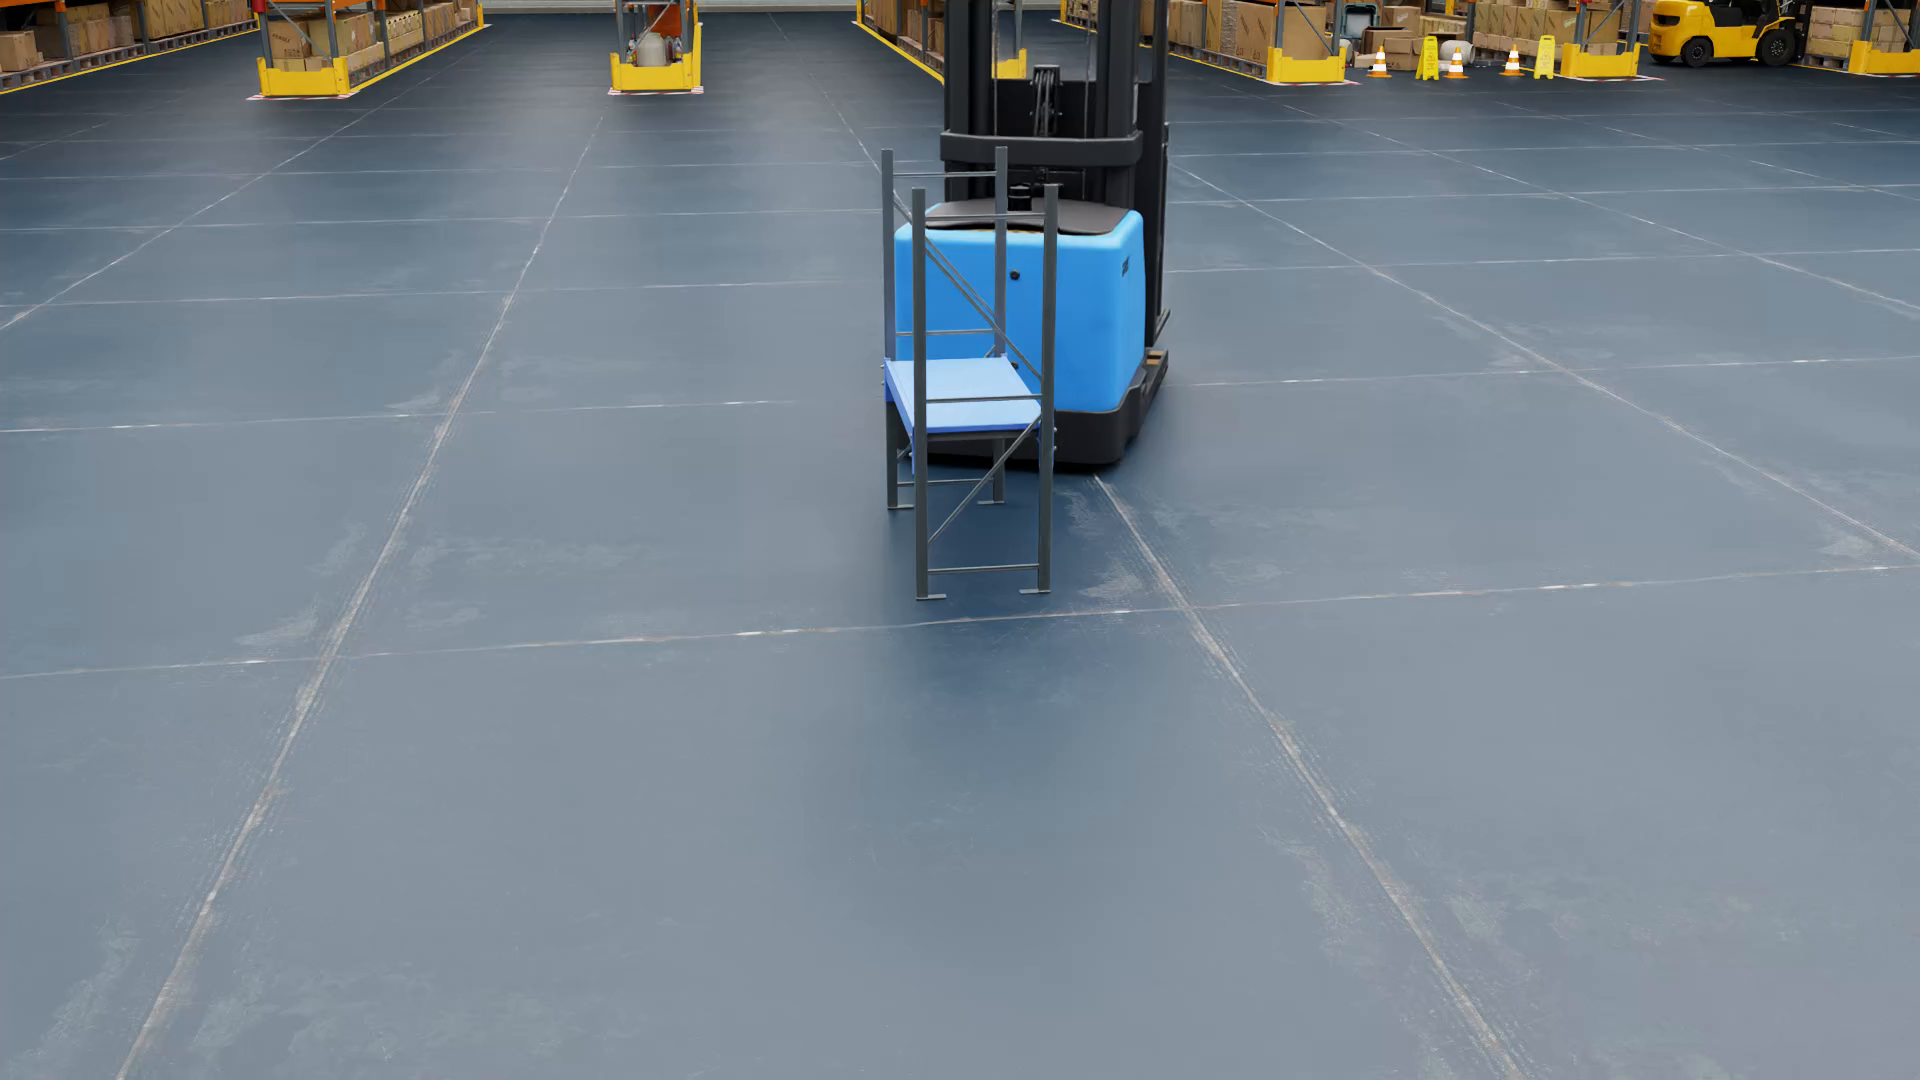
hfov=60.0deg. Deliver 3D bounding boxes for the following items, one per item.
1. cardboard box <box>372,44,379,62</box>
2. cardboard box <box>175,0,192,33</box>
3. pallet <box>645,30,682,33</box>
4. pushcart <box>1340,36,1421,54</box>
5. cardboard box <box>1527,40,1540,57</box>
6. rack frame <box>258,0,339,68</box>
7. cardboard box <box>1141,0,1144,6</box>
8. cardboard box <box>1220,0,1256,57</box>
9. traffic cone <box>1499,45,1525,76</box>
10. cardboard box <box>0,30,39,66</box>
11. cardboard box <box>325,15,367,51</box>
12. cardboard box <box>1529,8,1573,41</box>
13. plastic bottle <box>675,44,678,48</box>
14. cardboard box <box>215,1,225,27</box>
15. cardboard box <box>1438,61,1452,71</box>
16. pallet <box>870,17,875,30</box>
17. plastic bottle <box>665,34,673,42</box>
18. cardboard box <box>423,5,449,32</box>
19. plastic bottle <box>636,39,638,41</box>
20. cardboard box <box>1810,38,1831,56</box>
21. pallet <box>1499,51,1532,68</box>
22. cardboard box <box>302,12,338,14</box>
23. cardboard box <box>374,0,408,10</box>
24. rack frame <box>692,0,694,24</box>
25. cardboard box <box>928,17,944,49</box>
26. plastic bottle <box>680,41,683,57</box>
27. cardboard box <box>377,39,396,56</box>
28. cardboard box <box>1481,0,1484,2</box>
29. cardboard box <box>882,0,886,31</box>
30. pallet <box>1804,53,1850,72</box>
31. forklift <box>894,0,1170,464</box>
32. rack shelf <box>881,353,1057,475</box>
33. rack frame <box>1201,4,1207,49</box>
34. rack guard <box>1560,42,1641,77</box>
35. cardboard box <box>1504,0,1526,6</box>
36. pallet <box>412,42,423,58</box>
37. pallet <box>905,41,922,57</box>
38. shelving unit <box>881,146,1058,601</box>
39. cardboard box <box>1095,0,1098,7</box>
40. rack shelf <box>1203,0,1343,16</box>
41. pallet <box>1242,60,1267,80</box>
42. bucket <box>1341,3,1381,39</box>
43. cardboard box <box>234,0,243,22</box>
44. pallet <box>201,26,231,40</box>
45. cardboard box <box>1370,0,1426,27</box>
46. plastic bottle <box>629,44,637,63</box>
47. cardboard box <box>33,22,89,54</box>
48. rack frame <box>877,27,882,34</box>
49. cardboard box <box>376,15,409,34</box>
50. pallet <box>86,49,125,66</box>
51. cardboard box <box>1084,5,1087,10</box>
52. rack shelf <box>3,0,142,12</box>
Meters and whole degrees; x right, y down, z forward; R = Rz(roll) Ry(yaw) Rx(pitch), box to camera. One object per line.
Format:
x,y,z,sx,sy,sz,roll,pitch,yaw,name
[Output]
-9.614,-7.787,26.607,0.500,0.250,0.500,-3,21,-8,cardboard box
-15.660,-10.384,32.703,0.750,0.750,0.750,-2,21,-6,cardboard box
-5.961,-10.221,33.780,1.003,0.211,1.213,-3,21,-8,pallet
7.402,-8.839,29.842,1.648,0.377,0.936,-11,23,-26,pushcart
9.778,-8.169,27.631,0.500,0.250,0.500,-3,21,-8,cardboard box
-9.383,-7.816,23.357,1.000,3.000,0.127,-3,21,-8,rack frame
3.832,-10.900,33.515,0.500,0.250,0.500,-3,21,-9,cardboard box
4.922,-8.583,27.846,0.875,0.875,0.875,-3,21,-7,cardboard box
8.889,-7.710,26.698,0.336,0.463,0.334,-3,21,-8,traffic cone
-14.671,-7.628,25.796,0.500,0.500,0.500,-4,21,-12,cardboard box
-9.453,-7.793,25.551,0.500,0.500,0.500,-3,21,-8,cardboard box
9.775,-8.519,27.497,0.500,0.500,0.500,-2,21,-6,cardboard box
-4.483,-7.755,26.463,0.097,0.271,0.097,0,20,0,plastic bottle
-16.089,-11.184,35.346,0.700,0.500,0.500,-3,21,-8,cardboard box
8.040,-7.831,27.470,0.380,0.149,0.250,8,22,20,cardboard box
-1.520,-11.854,38.152,1.003,0.211,1.213,-3,21,-8,pallet
-4.822,-8.199,27.539,0.144,0.351,0.185,-3,21,-8,plastic bottle
-10.623,-10.505,33.498,0.500,0.500,0.500,-3,21,-7,cardboard box
-5.371,-8.137,27.479,0.152,0.276,0.135,-2,21,-6,plastic bottle
14.696,-8.294,27.966,0.500,0.250,0.500,-3,21,-8,cardboard box
9.962,-8.239,28.474,1.003,0.211,1.213,-3,21,-8,pallet
-10.122,-8.112,26.407,0.500,0.500,0.500,-3,21,-8,cardboard box
-10.915,-10.304,31.889,0.500,0.250,0.500,-2,21,-6,cardboard box
-6.787,-13.605,38.854,1.000,3.000,0.127,-3,21,-8,rack frame
-0.223,-8.948,29.332,0.700,0.500,0.500,-5,21,-12,cardboard box
-4.587,-8.054,27.247,0.061,0.283,0.133,-2,21,-4,plastic bottle
-9.772,-8.262,27.880,0.500,0.250,0.500,-3,21,-9,cardboard box
12.889,-12.929,40.018,0.500,0.500,0.500,-3,21,-7,cardboard box
-0.932,-10.835,33.875,1.225,0.875,0.875,-3,21,-8,cardboard box
14.987,-8.023,27.894,1.003,0.211,1.213,-3,21,-8,pallet
0.517,-2.192,8.396,1.130,2.935,3.031,5,21,12,forklift
0.012,-0.505,6.438,0.538,0.185,1.000,-3,21,-8,rack shelf
4.767,-9.915,28.975,1.000,3.000,0.127,-3,21,-8,rack frame
10.216,-7.670,26.537,1.175,0.500,0.348,-3,21,-8,rack guard
9.545,-9.228,28.468,0.380,0.149,0.250,-2,21,-5,cardboard box
-10.456,-8.993,30.492,1.003,0.211,1.213,-3,21,-8,pallet
-0.449,-9.086,30.742,1.003,0.211,1.213,-3,21,-8,pallet
0.012,-0.673,6.375,0.538,1.500,1.048,-3,21,-8,shelving unit
3.229,-12.021,37.239,0.380,0.149,0.250,-3,21,-7,cardboard box
5.055,-8.885,27.247,1.077,0.370,4.000,-3,21,-8,rack shelf
5.151,-7.496,26.486,1.003,0.211,1.213,-3,21,-8,pallet
7.068,-9.163,29.467,0.726,0.611,0.620,4,11,11,bucket
-16.318,-11.720,36.781,0.700,0.500,0.500,-3,21,-8,cardboard box
-16.046,-10.681,35.012,1.003,0.211,1.213,-3,21,-8,pallet
9.057,-11.029,34.395,0.875,0.875,0.875,-3,21,-8,cardboard box
-5.188,-7.697,26.302,0.152,0.276,0.135,-3,21,-7,plastic bottle
-15.107,-8.416,27.905,0.700,0.500,0.500,-3,21,-9,cardboard box
-1.309,-12.470,35.815,1.000,3.000,0.127,-3,21,-8,rack frame
-9.995,-9.061,29.216,0.500,0.311,0.500,-2,21,-6,cardboard box
-15.153,-8.337,28.735,1.003,0.211,1.213,-3,21,-8,pallet
3.107,-12.425,38.744,0.380,0.149,0.250,-2,21,-5,cardboard box
-15.149,-9.306,28.372,1.077,0.370,4.000,-3,21,-8,rack shelf
